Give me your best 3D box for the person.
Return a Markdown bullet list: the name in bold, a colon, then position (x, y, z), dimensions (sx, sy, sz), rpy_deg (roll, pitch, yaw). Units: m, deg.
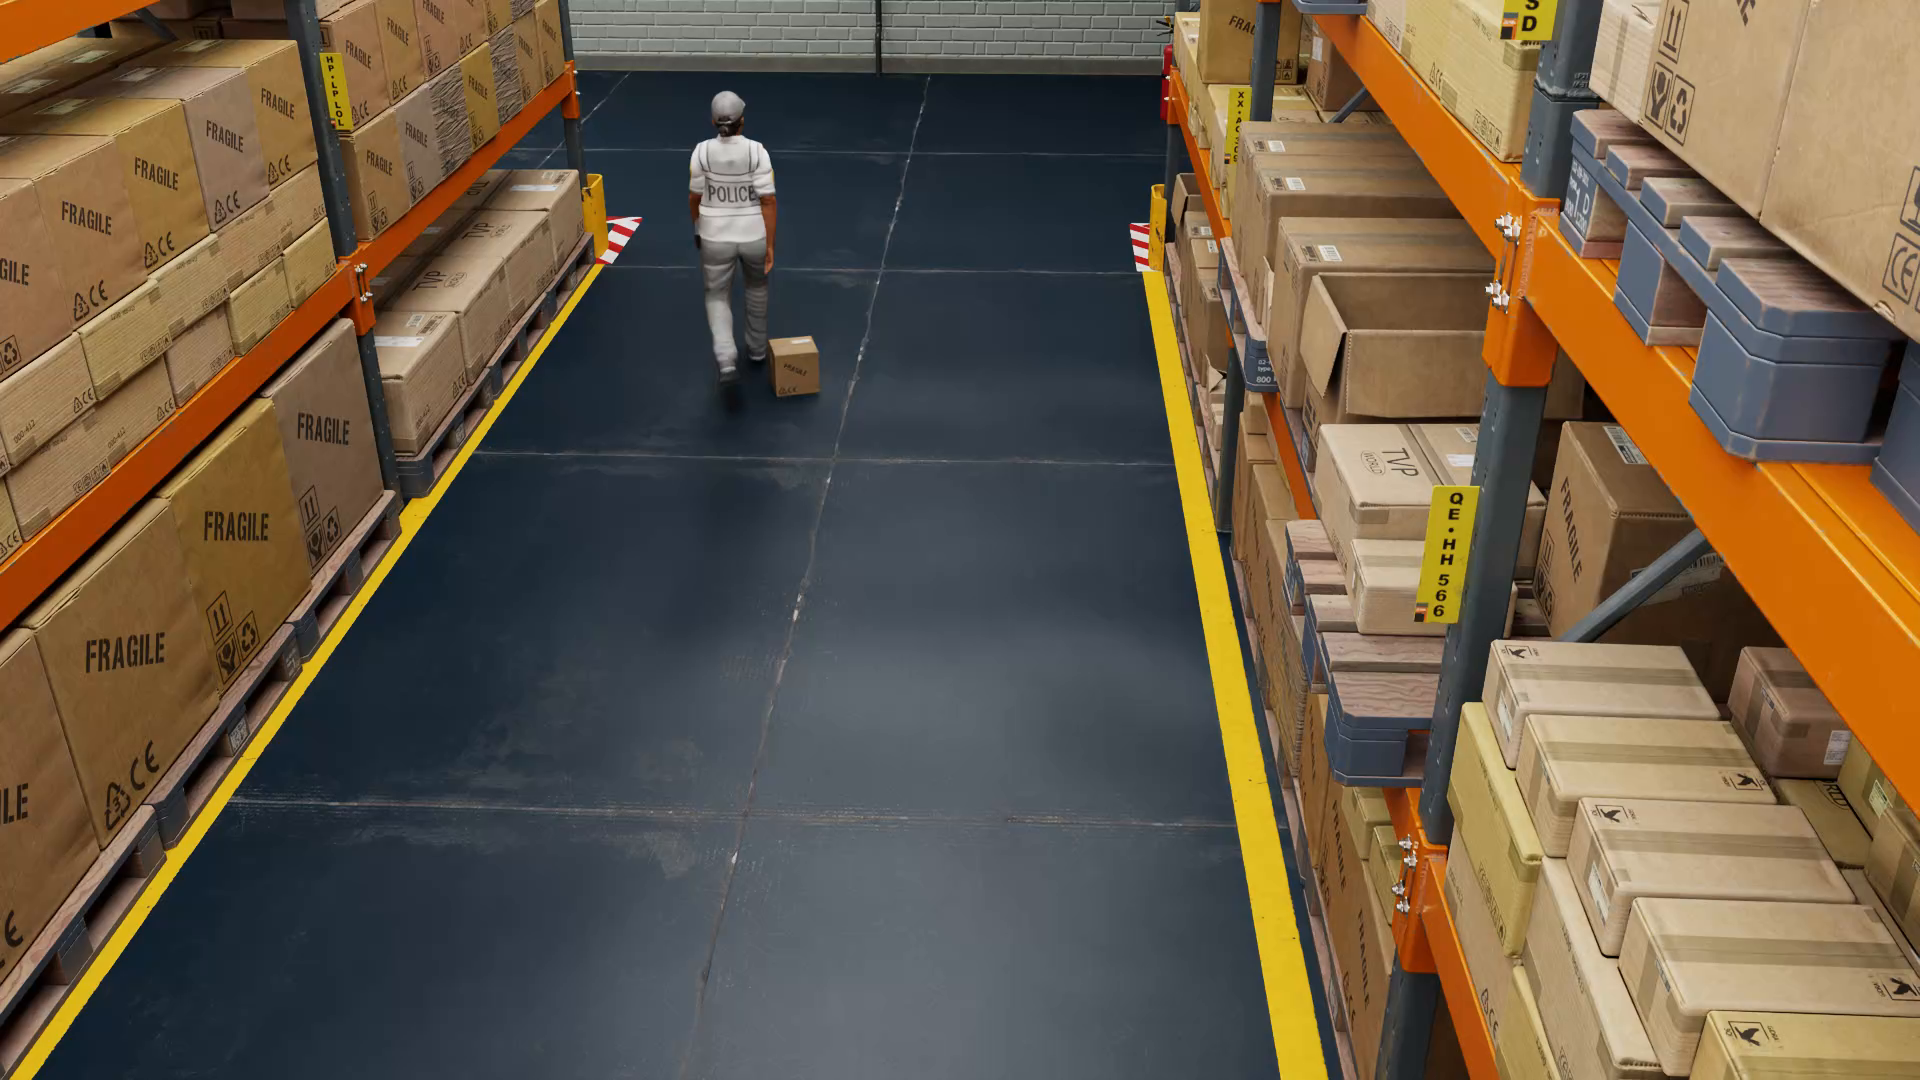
- **person**: position (-1.254, -1.685, 9.260), dimensions (0.475, 1.616, 0.914), rpy_deg (-5, 29, -9)
